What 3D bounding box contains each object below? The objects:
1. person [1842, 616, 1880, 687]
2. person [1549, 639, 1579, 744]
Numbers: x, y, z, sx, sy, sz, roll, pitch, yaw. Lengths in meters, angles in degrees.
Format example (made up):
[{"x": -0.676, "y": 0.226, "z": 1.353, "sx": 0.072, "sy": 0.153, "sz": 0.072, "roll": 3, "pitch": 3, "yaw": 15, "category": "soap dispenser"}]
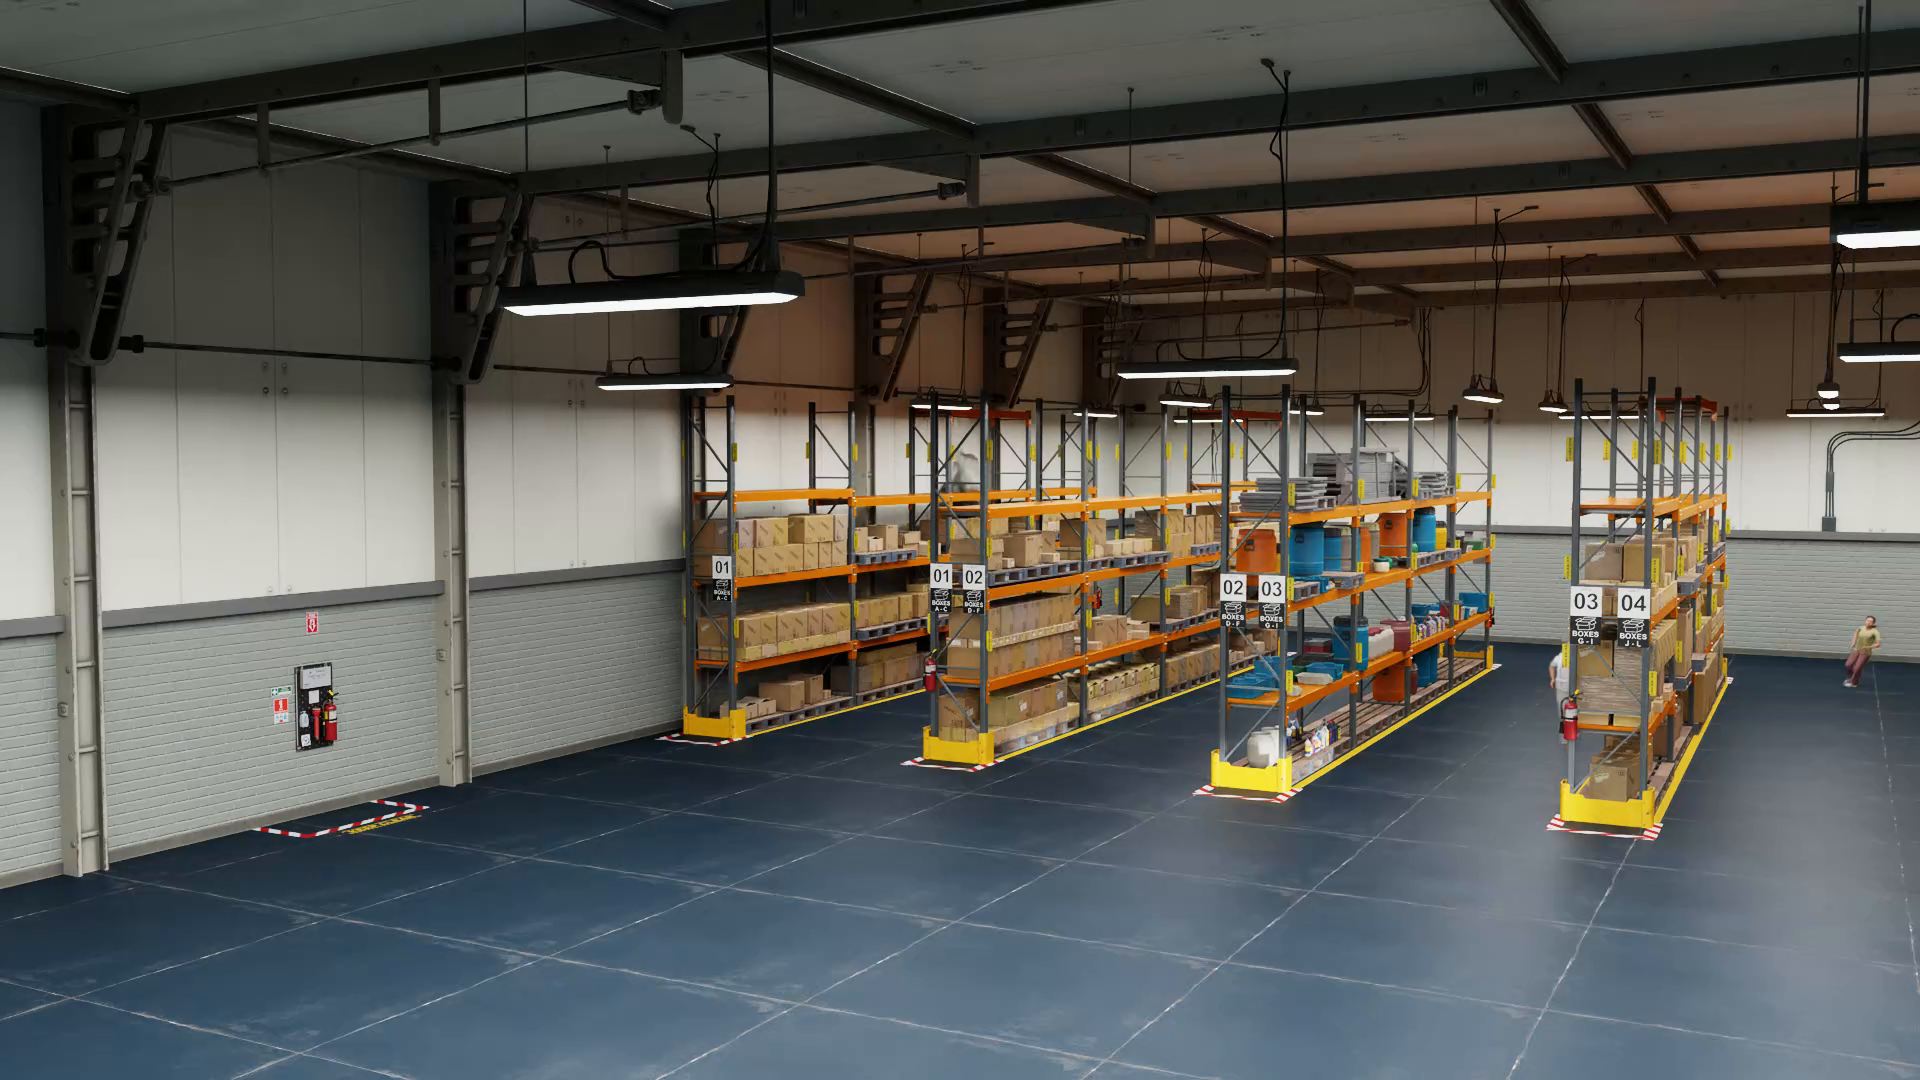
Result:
[{"x": 19.015, "y": 2.360, "z": 35.132, "sx": 0.514, "sy": 1.567, "sz": 0.787, "roll": -2, "pitch": 4, "yaw": -37, "category": "person"}, {"x": 10.533, "y": 2.581, "z": 28.751, "sx": 0.662, "sy": 1.763, "sz": 0.980, "roll": 1, "pitch": 3, "yaw": 20, "category": "person"}]
